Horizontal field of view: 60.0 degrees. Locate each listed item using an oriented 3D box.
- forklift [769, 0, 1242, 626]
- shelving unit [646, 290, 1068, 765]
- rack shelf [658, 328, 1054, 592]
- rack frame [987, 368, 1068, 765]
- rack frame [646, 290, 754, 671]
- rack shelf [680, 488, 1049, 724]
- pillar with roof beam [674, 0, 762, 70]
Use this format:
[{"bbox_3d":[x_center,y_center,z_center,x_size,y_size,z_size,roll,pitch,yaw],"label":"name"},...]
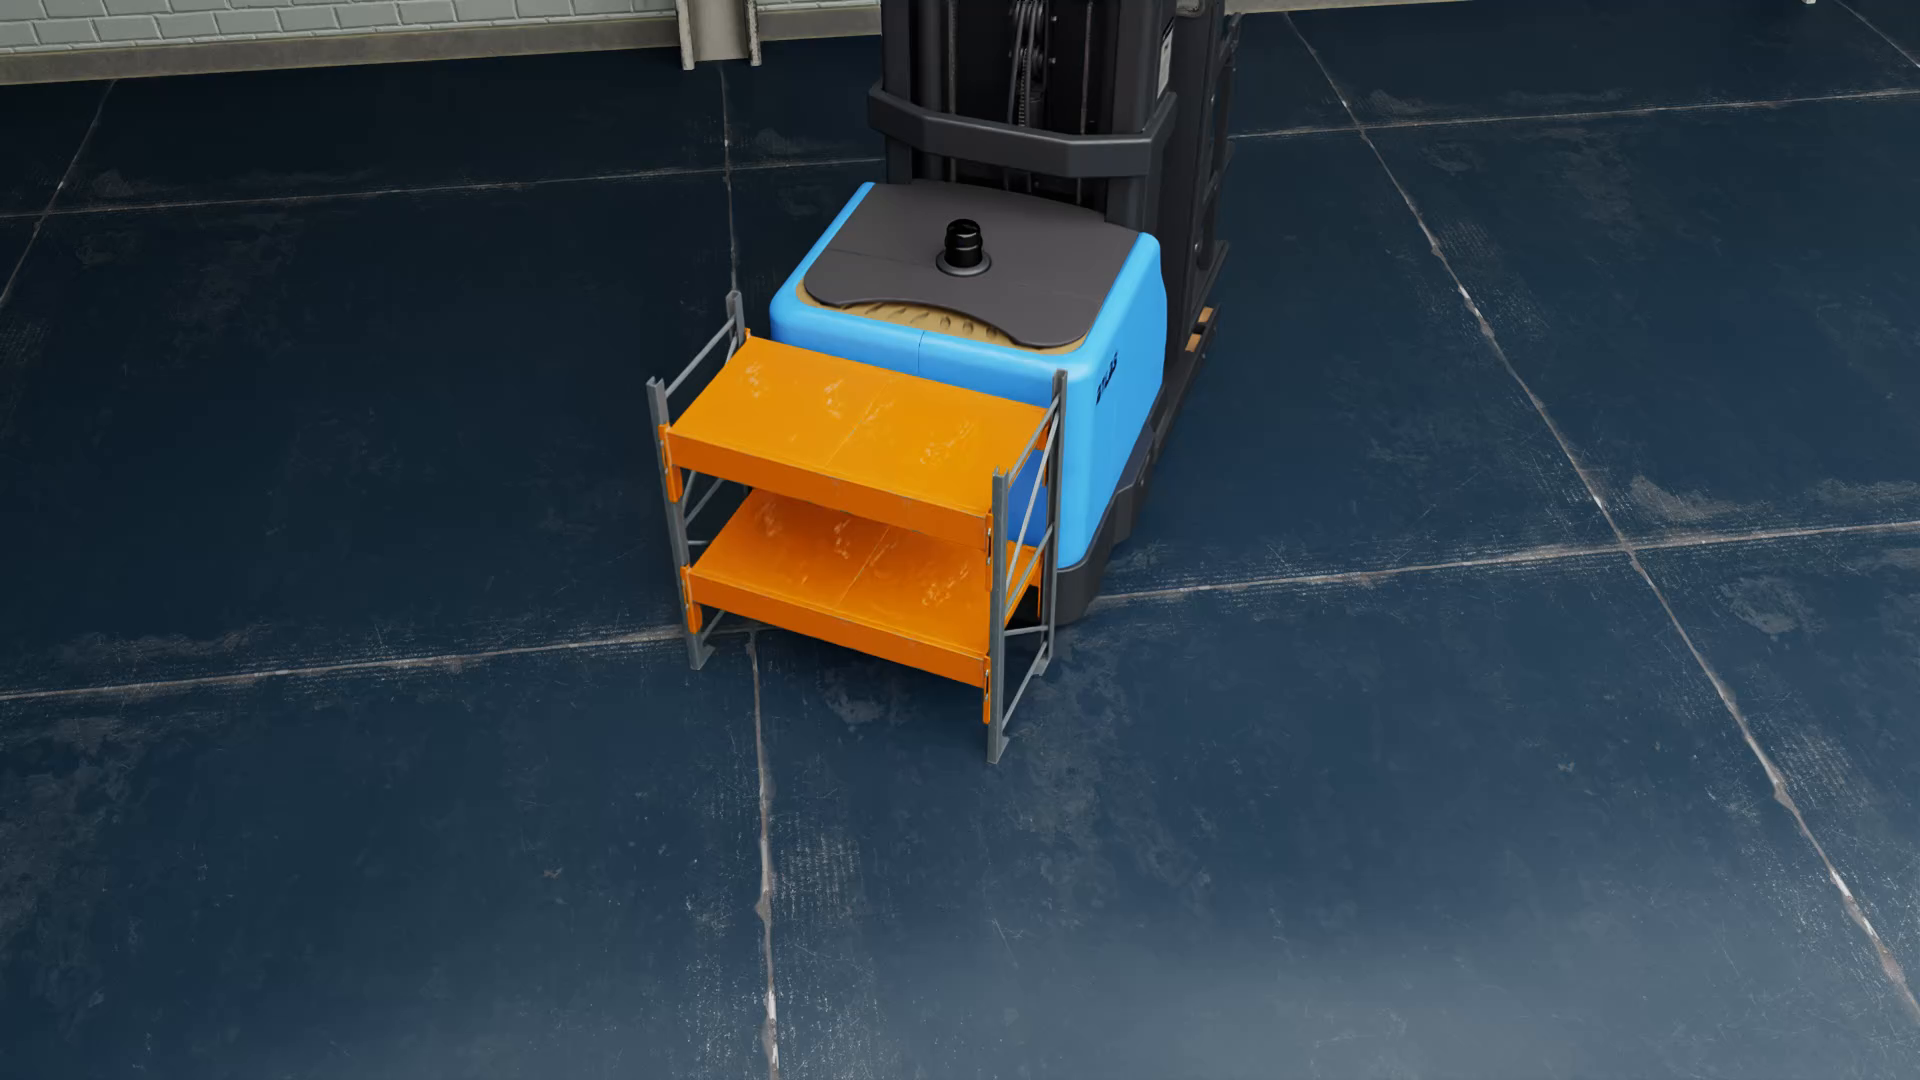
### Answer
[{"bbox_3d":[0.388,-1.811,5.570,1.130,2.935,3.031,14,44,15],"label":"forklift"},{"bbox_3d":[-0.280,-0.029,4.943,1.048,1.125,0.538,15,44,16],"label":"shelving unit"},{"bbox_3d":[-0.280,-0.247,4.747,1.000,0.278,0.538,15,44,16],"label":"rack shelf"},{"bbox_3d":[0.190,0.100,4.799,0.032,1.125,0.500,15,44,16],"label":"rack frame"},{"bbox_3d":[-0.750,-0.159,5.086,0.032,1.125,0.500,15,44,16],"label":"rack frame"},{"bbox_3d":[-0.280,0.152,5.106,1.000,0.278,0.538,15,44,16],"label":"rack shelf"},{"bbox_3d":[-0.662,-2.970,2.324,0.400,9.000,9.100,-5,42,-6],"label":"pillar with roof beam"}]
